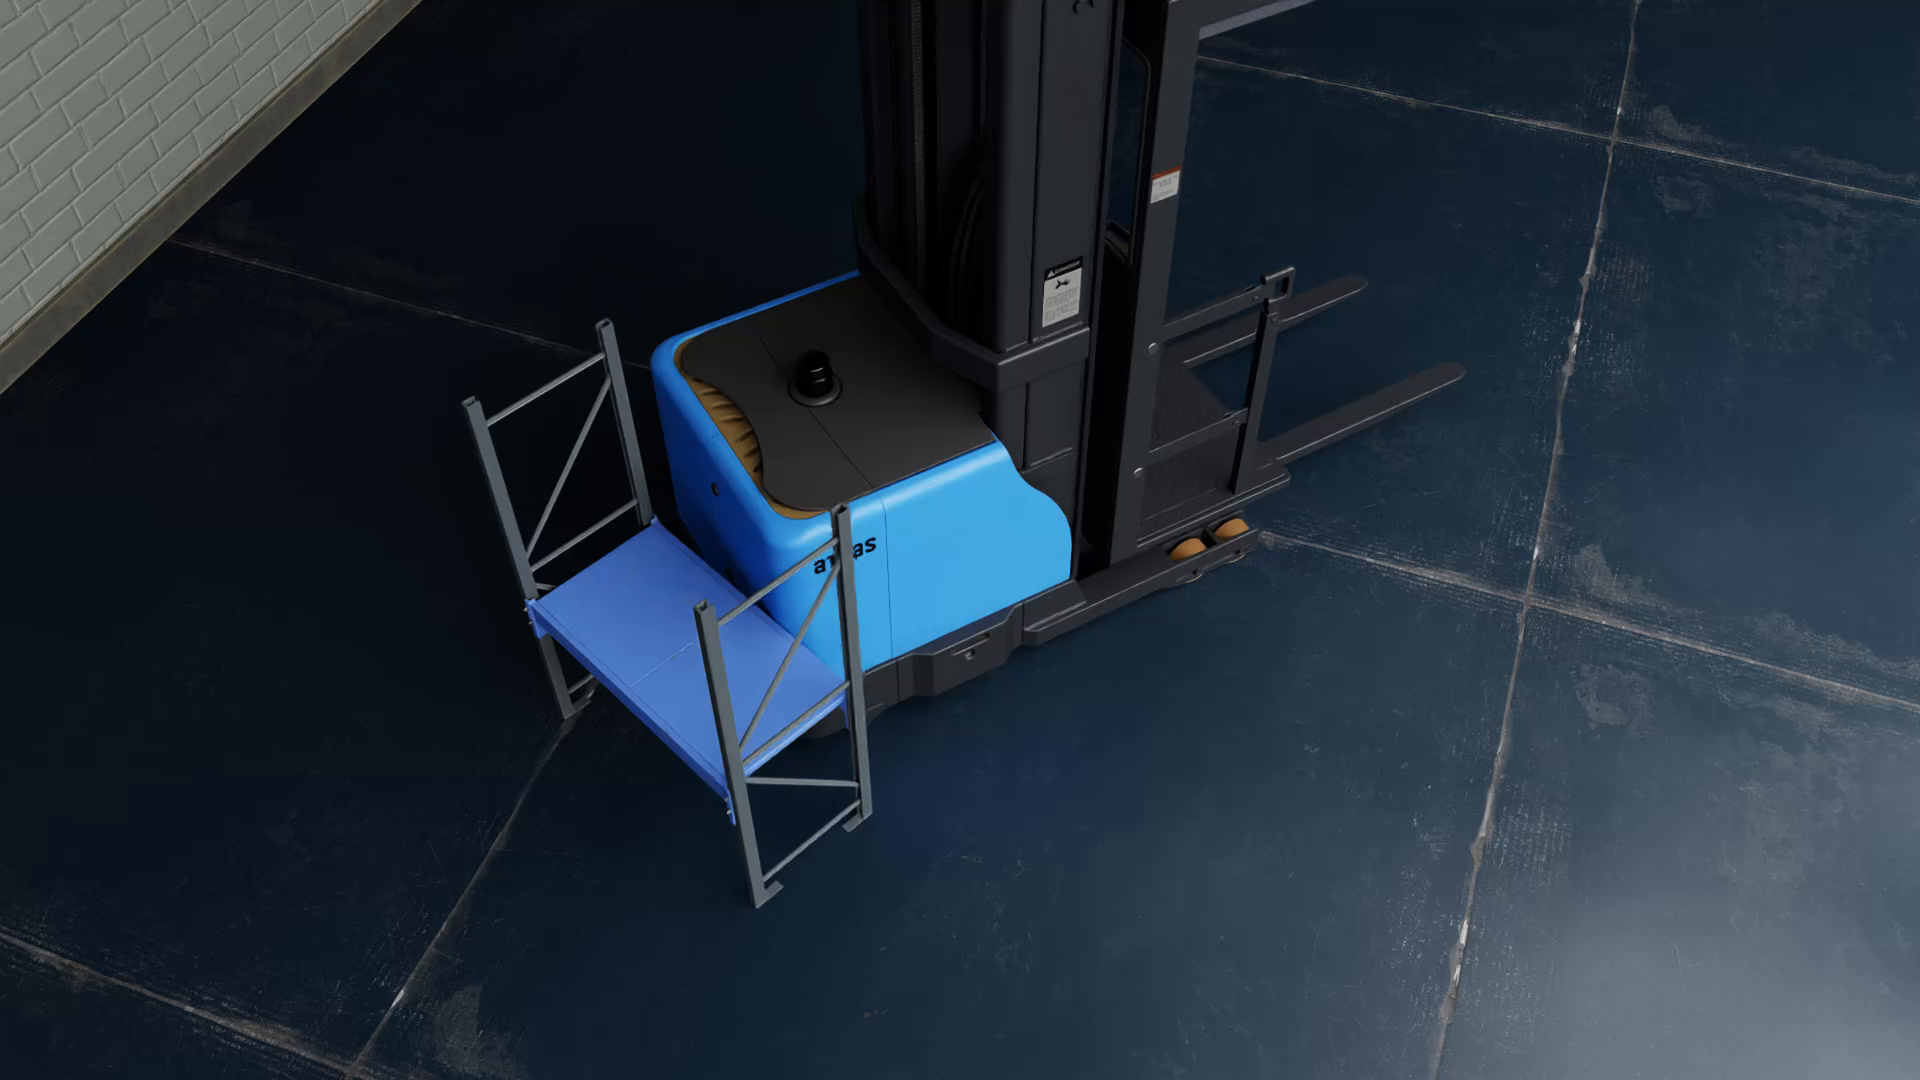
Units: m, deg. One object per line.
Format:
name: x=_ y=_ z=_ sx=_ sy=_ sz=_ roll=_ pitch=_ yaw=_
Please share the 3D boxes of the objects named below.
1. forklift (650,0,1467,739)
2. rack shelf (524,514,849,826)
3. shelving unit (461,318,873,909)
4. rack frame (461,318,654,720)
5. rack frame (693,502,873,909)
forklift: x=0.516 y=-1.129 z=5.289 sx=3.031 sy=2.935 sz=1.130 roll=-23 pitch=53 yaw=-19
rack shelf: x=-0.833 y=0.377 z=5.169 sx=0.538 sy=0.185 sz=1.000 roll=-37 pitch=58 yaw=-28
shelving unit: x=-0.833 y=0.260 z=5.033 sx=0.538 sy=1.500 sz=1.048 roll=-37 pitch=58 yaw=-28
rack frame: x=-1.192 y=-0.013 z=5.269 sx=0.500 sy=1.500 sz=0.032 roll=-37 pitch=58 yaw=-28
rack frame: x=-0.475 y=0.532 z=4.797 sx=0.500 sy=1.500 sz=0.032 roll=-37 pitch=58 yaw=-28
